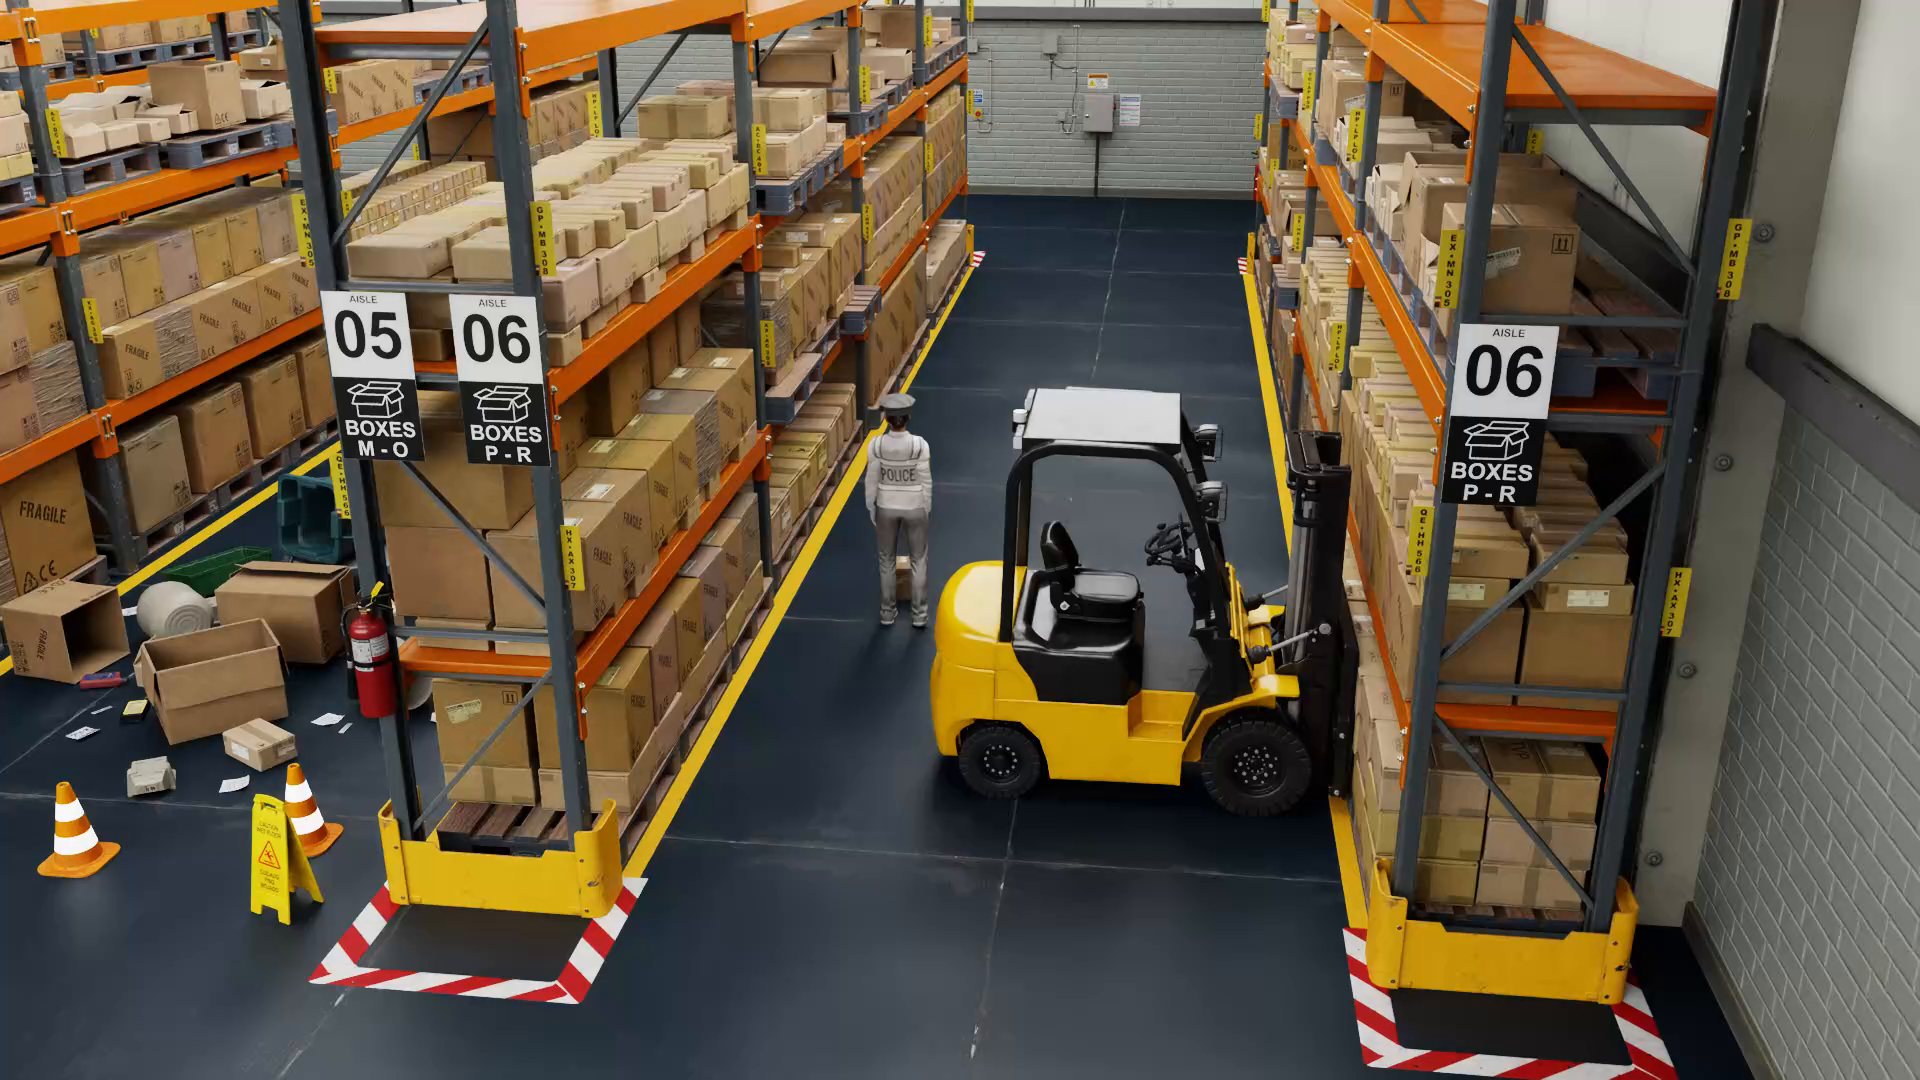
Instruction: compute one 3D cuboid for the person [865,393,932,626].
[{"bbox_3d":[-0.424,-0.201,11.613,0.469,1.669,0.328,1,21,4],"label":"person"}]
